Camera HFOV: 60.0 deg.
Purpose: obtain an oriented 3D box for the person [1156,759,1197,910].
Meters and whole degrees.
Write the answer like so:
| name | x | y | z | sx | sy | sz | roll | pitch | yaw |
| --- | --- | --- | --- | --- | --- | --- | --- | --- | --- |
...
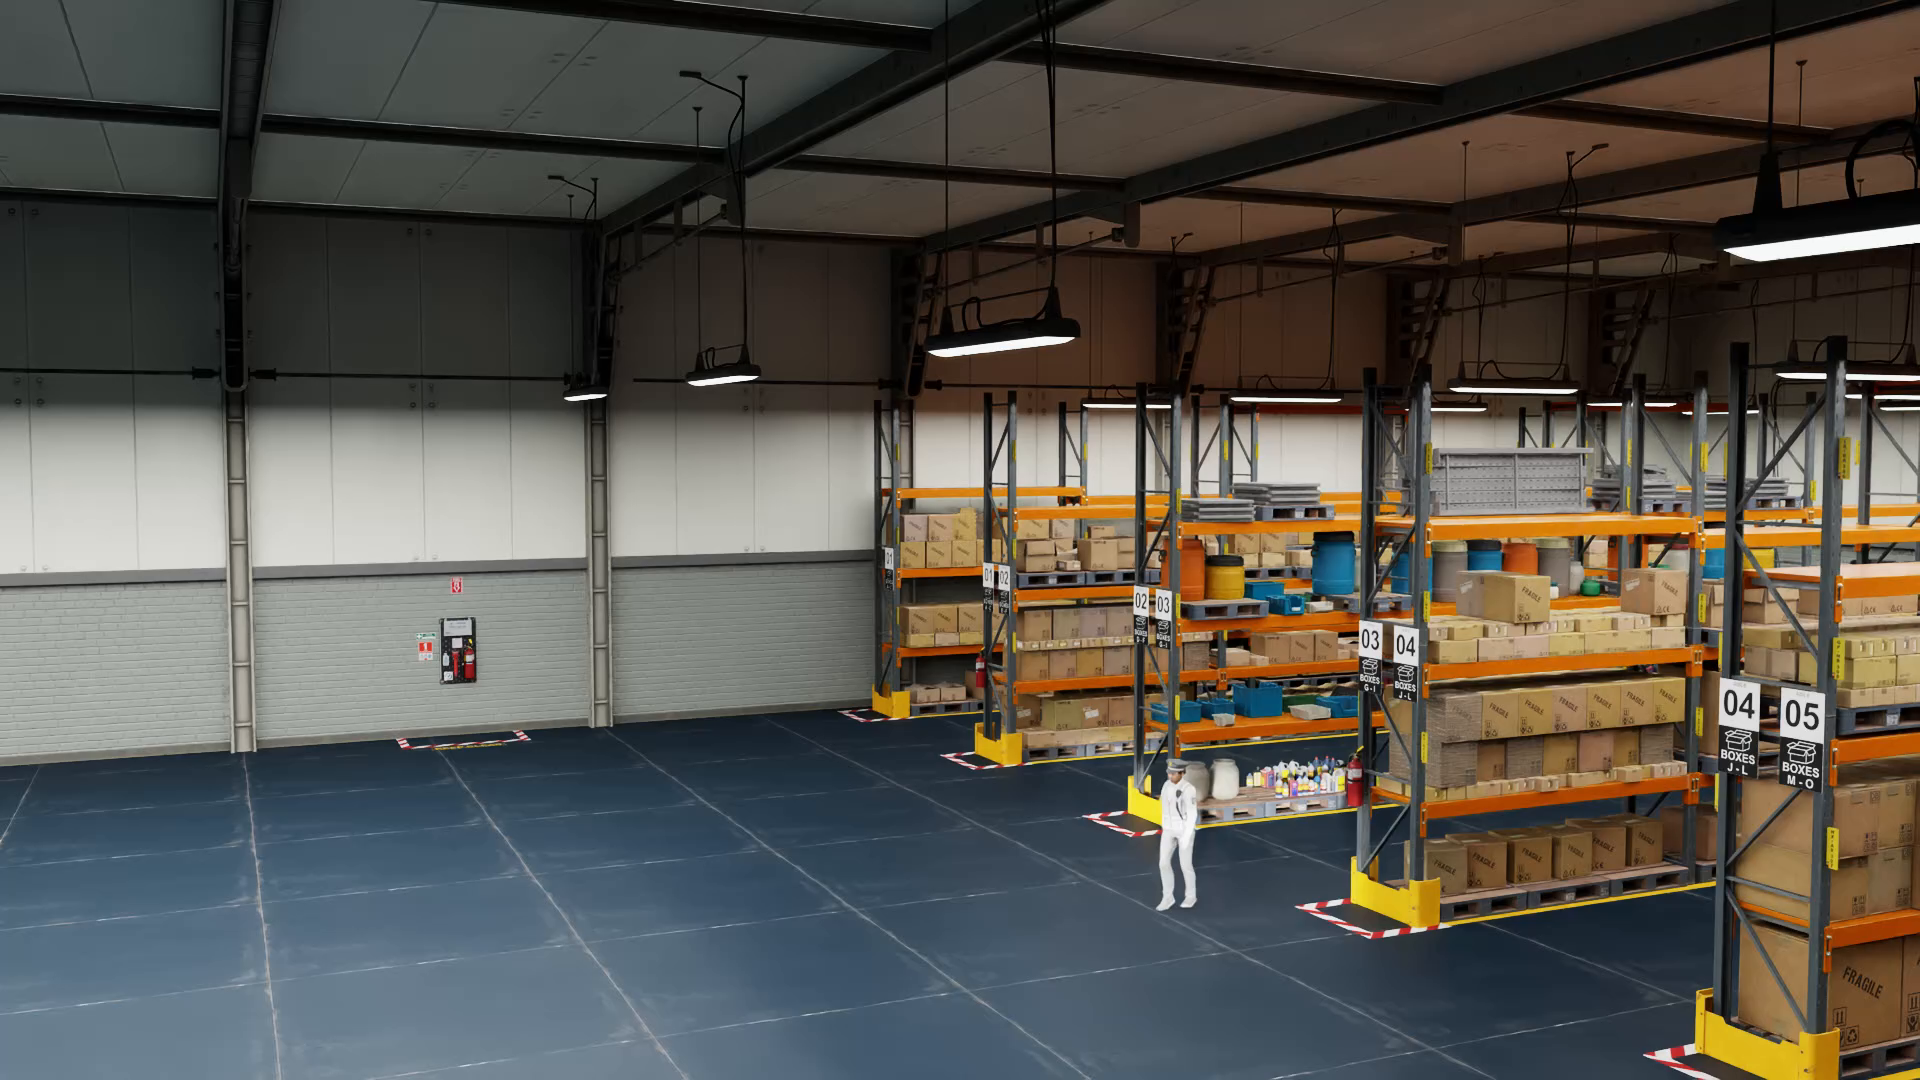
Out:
| name | x | y | z | sx | sy | sz | roll | pitch | yaw |
| --- | --- | --- | --- | --- | --- | --- | --- | --- | --- |
| person | 2.432 | 3.278 | 18.458 | 0.497 | 1.724 | 0.533 | -3 | 5 | -44 |
